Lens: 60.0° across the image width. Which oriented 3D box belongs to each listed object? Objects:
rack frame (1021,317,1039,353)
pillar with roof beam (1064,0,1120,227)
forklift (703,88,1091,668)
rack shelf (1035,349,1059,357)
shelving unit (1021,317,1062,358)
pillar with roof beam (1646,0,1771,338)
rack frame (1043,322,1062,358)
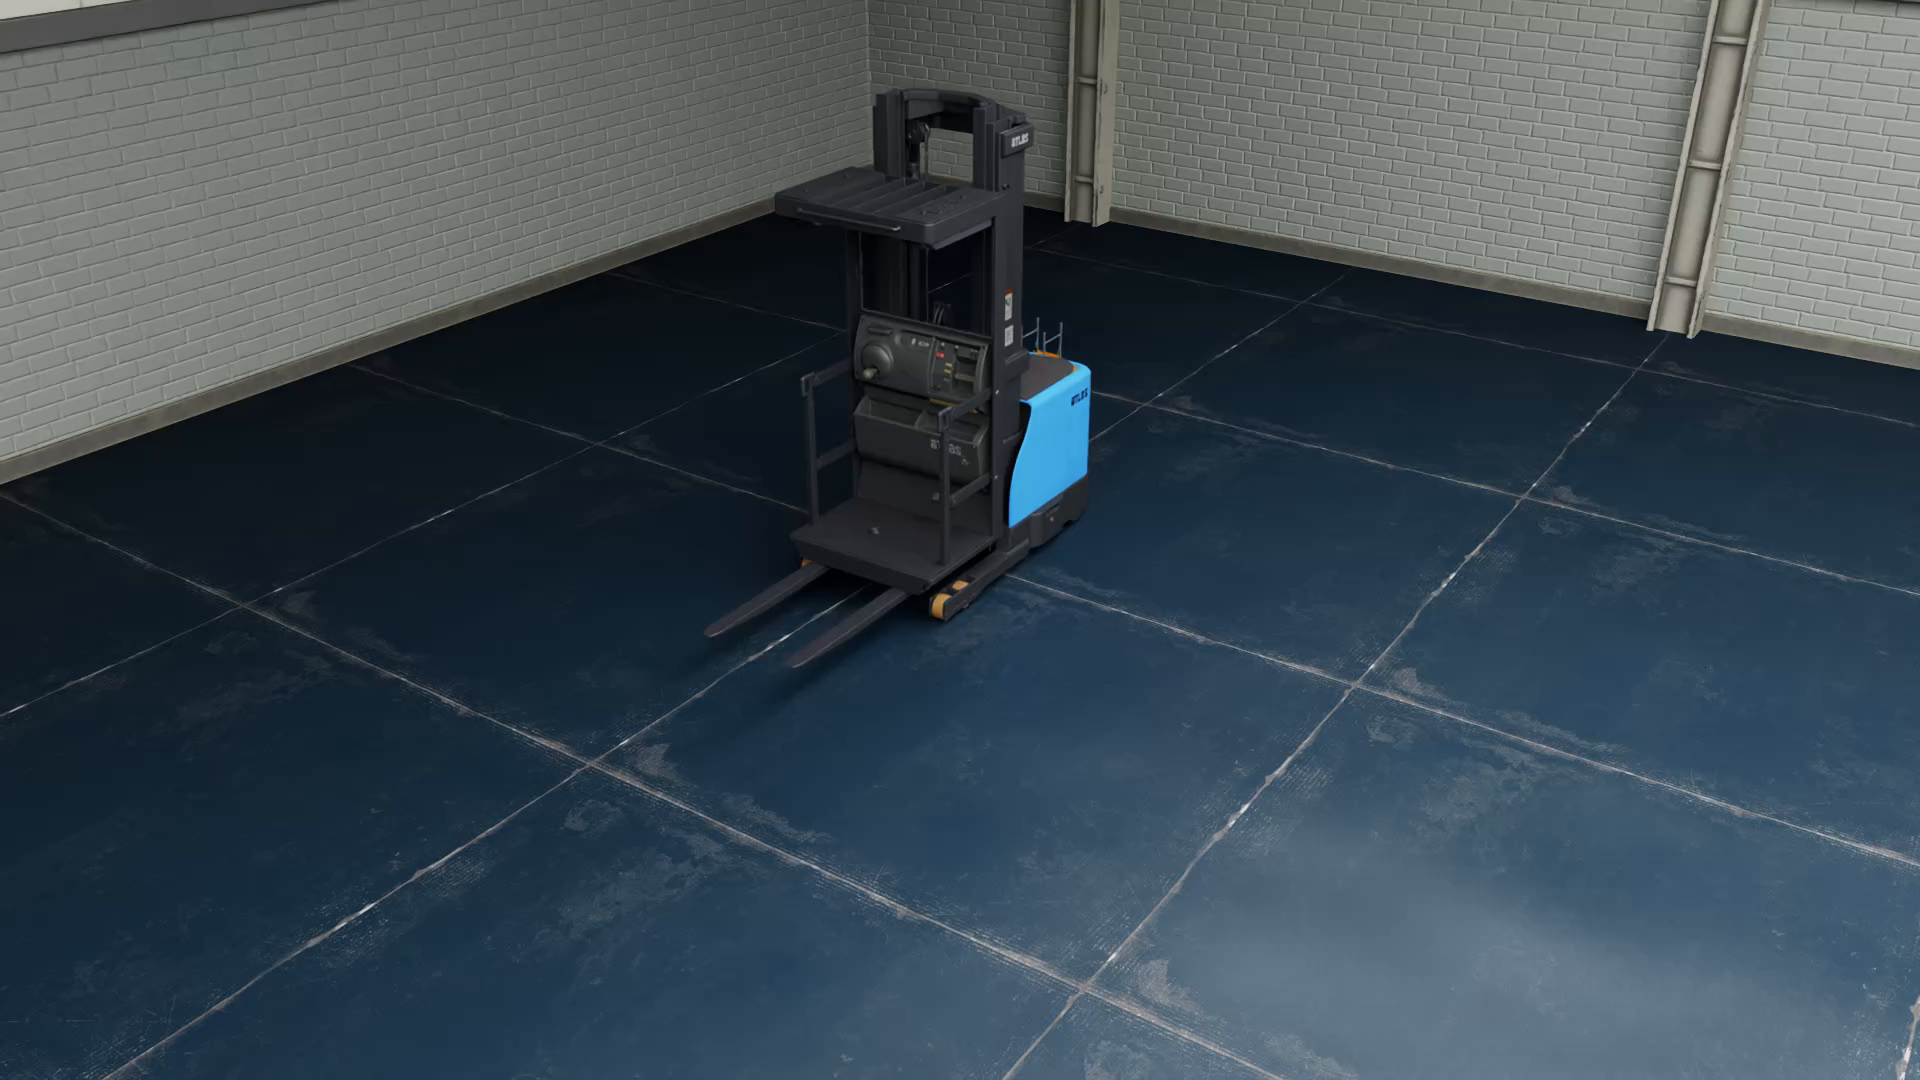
[{"bbox_3d":[0.473,-0.945,11.559,0.006,1.200,0.240,17,31,29],"label":"rack frame"},{"bbox_3d":[-1.083,-5.803,12.505,0.400,9.000,9.100,17,32,30],"label":"pillar with roof beam"},{"bbox_3d":[-0.357,-1.061,9.878,1.130,2.935,3.031,17,31,29],"label":"forklift"},{"bbox_3d":[0.549,-1.204,11.371,0.180,0.103,0.258,17,31,29],"label":"rack shelf"},{"bbox_3d":[0.549,-0.923,11.514,0.189,1.200,0.258,17,31,29],"label":"shelving unit"},{"bbox_3d":[3.863,-4.262,9.478,0.400,9.000,9.100,17,32,30],"label":"pillar with roof beam"},{"bbox_3d":[0.625,-0.900,11.469,0.006,1.200,0.240,17,31,29],"label":"rack frame"}]
